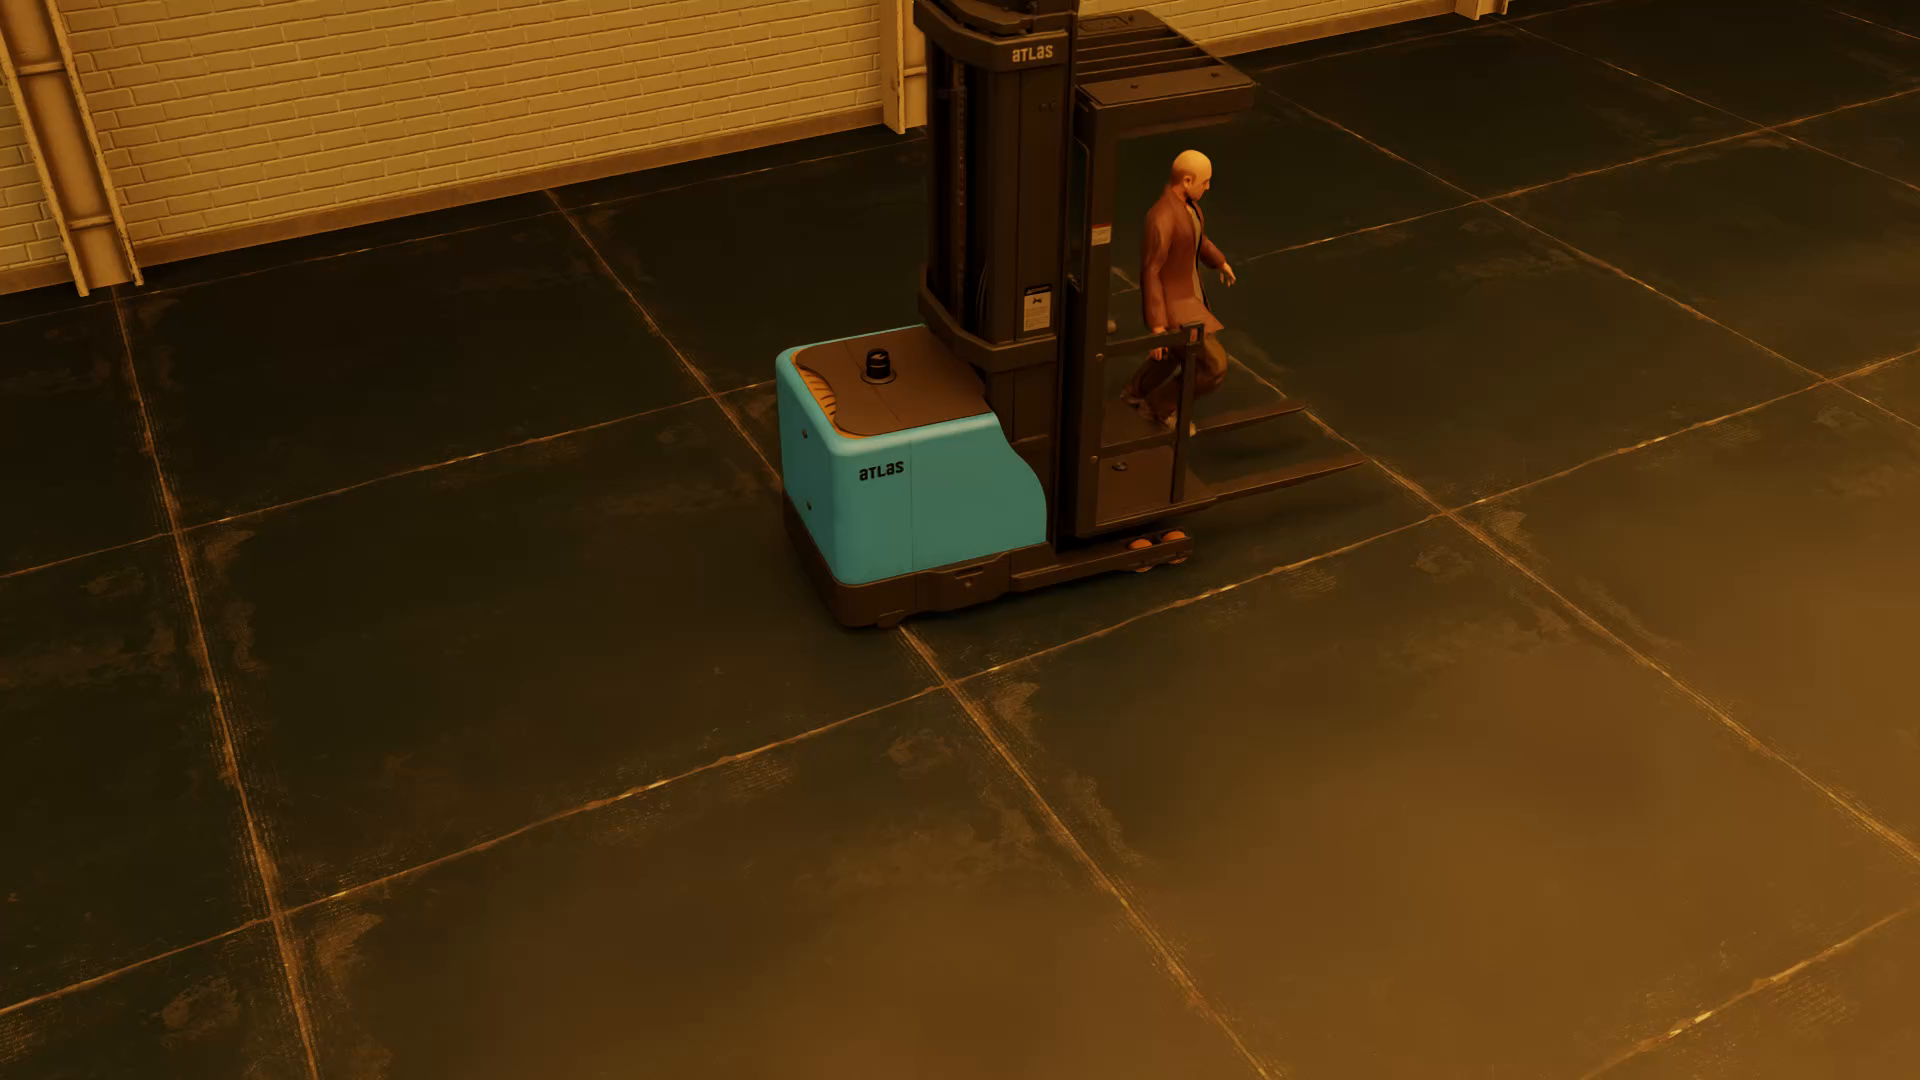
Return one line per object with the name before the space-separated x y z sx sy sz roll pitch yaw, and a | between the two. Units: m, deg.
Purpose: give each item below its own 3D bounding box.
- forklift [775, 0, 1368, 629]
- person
forklift | 0.654 -1.305 7.969 3.031 2.935 1.130 -13 37 -17
person | 1.202 -1.311 9.090 0.709 1.681 0.990 12 37 17
